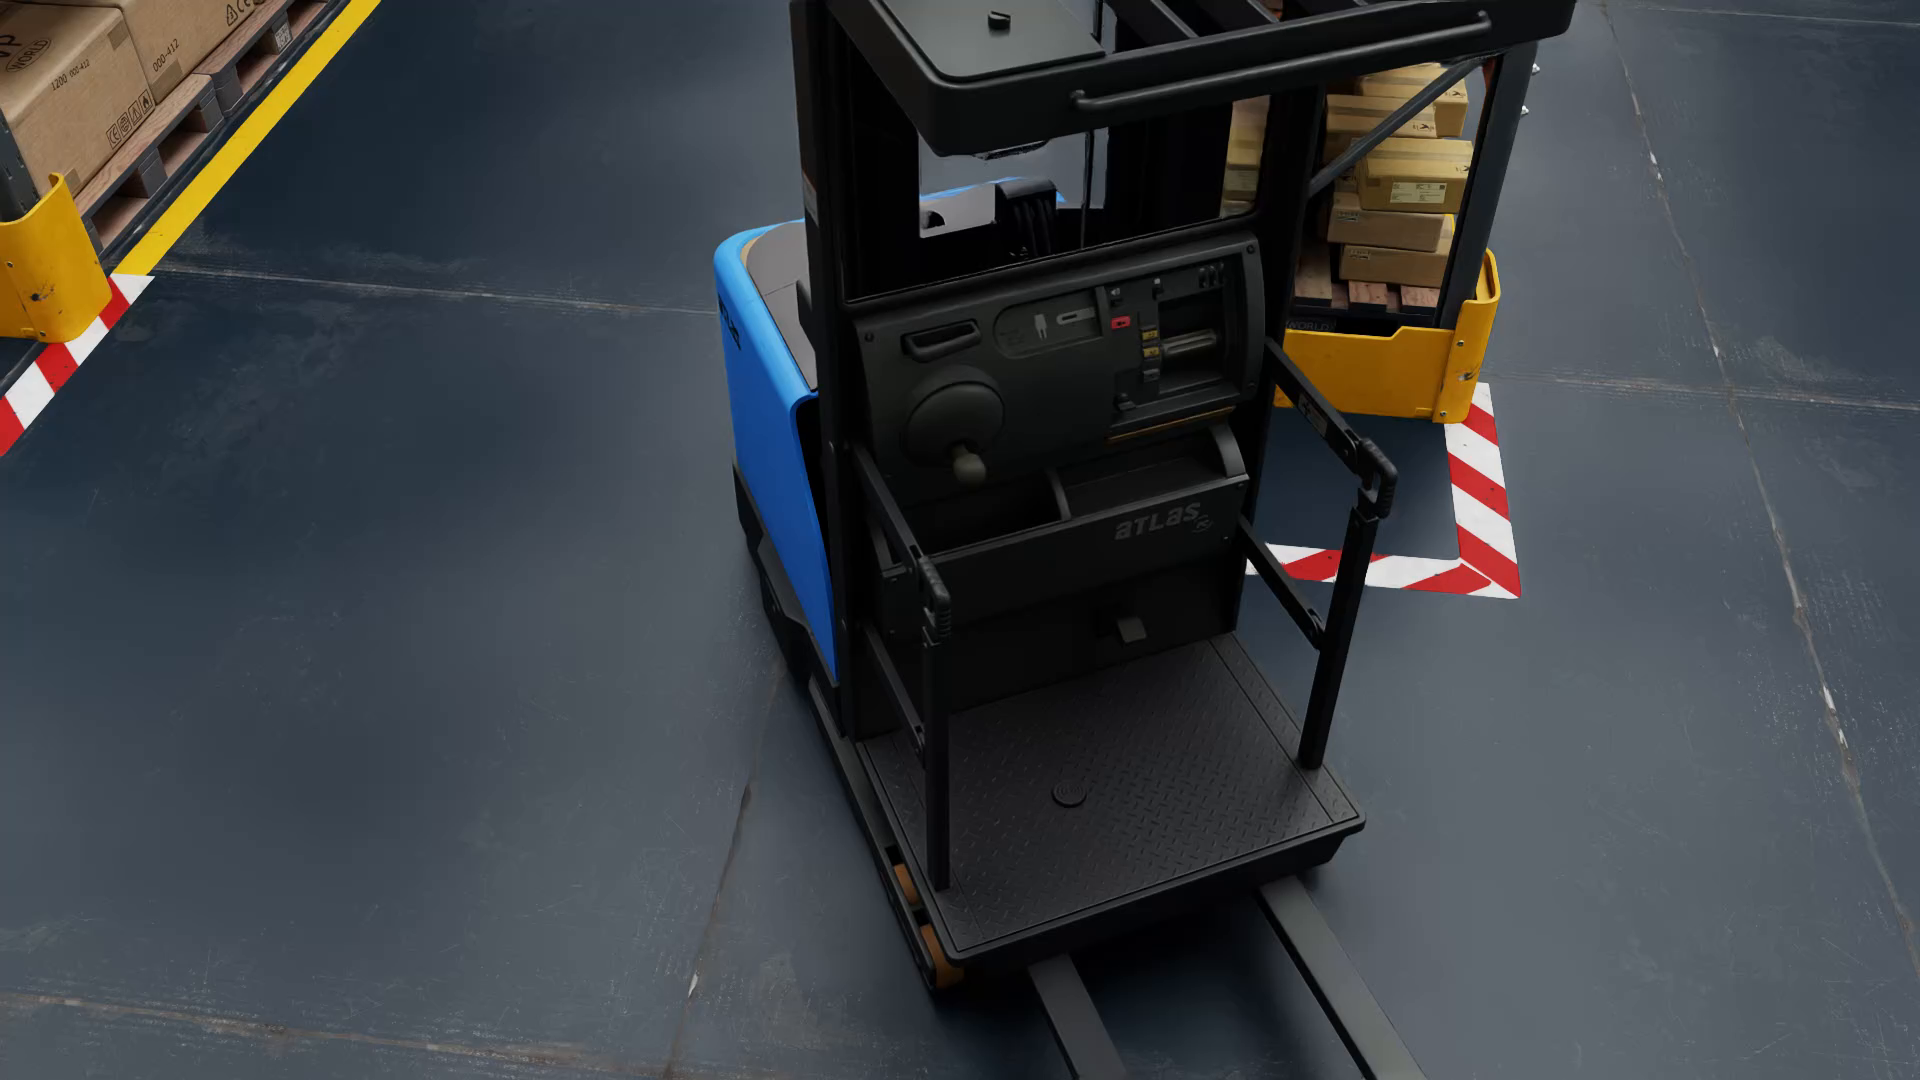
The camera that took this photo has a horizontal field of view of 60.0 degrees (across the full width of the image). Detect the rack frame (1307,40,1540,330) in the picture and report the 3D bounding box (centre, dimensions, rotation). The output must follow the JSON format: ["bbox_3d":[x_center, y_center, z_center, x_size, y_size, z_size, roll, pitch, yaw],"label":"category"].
[{"bbox_3d":[1.168,-1.598,4.756,1.000,3.000,0.127,5,44,6],"label":"rack frame"}]

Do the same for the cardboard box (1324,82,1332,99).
[{"bbox_3d":[1.611,-1.867,6.592,0.380,0.149,0.250,3,44,3],"label":"cardboard box"}]

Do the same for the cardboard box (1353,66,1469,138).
[{"bbox_3d":[1.651,-1.616,6.110,0.380,0.149,0.250,5,44,5],"label":"cardboard box"}]

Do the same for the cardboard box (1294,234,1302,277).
[{"bbox_3d":[1.031,-1.093,5.990,0.380,0.149,0.250,6,44,6],"label":"cardboard box"}]

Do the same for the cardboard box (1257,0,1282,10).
[{"bbox_3d":[0.931,-1.754,5.104,0.380,0.149,0.250,5,44,6],"label":"cardboard box"}]

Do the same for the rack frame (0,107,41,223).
[{"bbox_3d":[-3.752,-1.979,5.158,1.000,3.000,0.127,5,44,6],"label":"rack frame"}]

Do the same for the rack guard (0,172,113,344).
[{"bbox_3d":[-3.755,-1.055,6.000,1.175,0.500,0.348,5,44,6],"label":"rack guard"}]

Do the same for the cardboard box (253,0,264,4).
[{"bbox_3d":[-3.531,-2.899,7.688,0.875,0.438,0.875,4,44,4],"label":"cardboard box"}]

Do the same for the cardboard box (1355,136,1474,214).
[{"bbox_3d":[1.574,-1.257,5.731,0.380,0.149,0.250,3,44,4],"label":"cardboard box"}]

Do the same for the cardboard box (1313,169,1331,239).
[{"bbox_3d":[1.508,-1.229,6.134,0.380,0.149,0.250,5,44,5],"label":"cardboard box"}]

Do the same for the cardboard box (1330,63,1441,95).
[{"bbox_3d":[1.602,-1.793,6.297,0.380,0.149,0.250,3,44,3],"label":"cardboard box"}]

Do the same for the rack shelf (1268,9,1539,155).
[{"bbox_3d":[1.432,-2.699,6.442,1.077,0.370,4.000,5,44,6],"label":"rack shelf"}]

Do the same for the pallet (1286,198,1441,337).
[{"bbox_3d":[1.320,-1.187,6.350,1.003,0.211,1.213,5,44,6],"label":"pallet"}]

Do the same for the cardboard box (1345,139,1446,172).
[{"bbox_3d":[1.584,-1.338,6.033,0.380,0.149,0.250,5,44,5],"label":"cardboard box"}]

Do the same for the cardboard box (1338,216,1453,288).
[{"bbox_3d":[1.554,-1.043,5.938,0.380,0.149,0.250,6,44,6],"label":"cardboard box"}]

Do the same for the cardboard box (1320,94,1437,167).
[{"bbox_3d":[1.491,-1.456,5.941,0.380,0.149,0.250,6,44,6],"label":"cardboard box"}]

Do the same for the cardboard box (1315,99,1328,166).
[{"bbox_3d":[1.528,-1.513,6.218,0.380,0.149,0.250,6,44,6],"label":"cardboard box"}]

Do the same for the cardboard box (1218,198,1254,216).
[{"bbox_3d":[0.955,-1.208,5.896,0.380,0.149,0.250,4,44,4],"label":"cardboard box"}]

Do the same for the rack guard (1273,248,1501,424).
[{"bbox_3d":[1.178,-0.742,5.670,1.175,0.500,0.348,5,44,6],"label":"rack guard"}]

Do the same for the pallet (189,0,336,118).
[{"bbox_3d":[-3.560,-2.347,7.575,1.003,0.211,1.213,5,44,6],"label":"pallet"}]

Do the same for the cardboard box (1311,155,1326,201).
[{"bbox_3d":[1.534,-1.399,6.313,0.380,0.149,0.250,6,44,6],"label":"cardboard box"}]

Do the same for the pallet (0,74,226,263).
[{"bbox_3d":[-3.724,-1.518,6.700,1.003,0.211,1.213,5,44,6],"label":"pallet"}]

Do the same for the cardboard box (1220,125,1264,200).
[{"bbox_3d":[0.987,-1.315,5.792,0.380,0.149,0.250,6,44,6],"label":"cardboard box"}]

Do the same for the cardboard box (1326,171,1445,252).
[{"bbox_3d":[1.491,-1.157,5.842,0.380,0.149,0.250,7,44,7],"label":"cardboard box"}]

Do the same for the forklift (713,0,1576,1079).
[{"bbox_3d":[0.313,-0.298,3.433,1.130,2.935,3.031,-15,45,-15],"label":"forklift"}]

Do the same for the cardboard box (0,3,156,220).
[{"bbox_3d":[-3.764,-1.660,6.379,0.875,0.438,0.875,4,44,4],"label":"cardboard box"}]

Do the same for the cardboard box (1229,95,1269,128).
[{"bbox_3d":[1.077,-1.481,5.968,0.380,0.149,0.250,6,44,6],"label":"cardboard box"}]

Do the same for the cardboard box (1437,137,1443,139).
[{"bbox_3d":[1.670,-1.678,6.392,0.380,0.149,0.250,7,44,7],"label":"cardboard box"}]

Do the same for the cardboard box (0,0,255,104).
[{"bbox_3d":[-3.651,-2.284,7.039,0.875,0.438,0.875,6,44,7],"label":"cardboard box"}]
